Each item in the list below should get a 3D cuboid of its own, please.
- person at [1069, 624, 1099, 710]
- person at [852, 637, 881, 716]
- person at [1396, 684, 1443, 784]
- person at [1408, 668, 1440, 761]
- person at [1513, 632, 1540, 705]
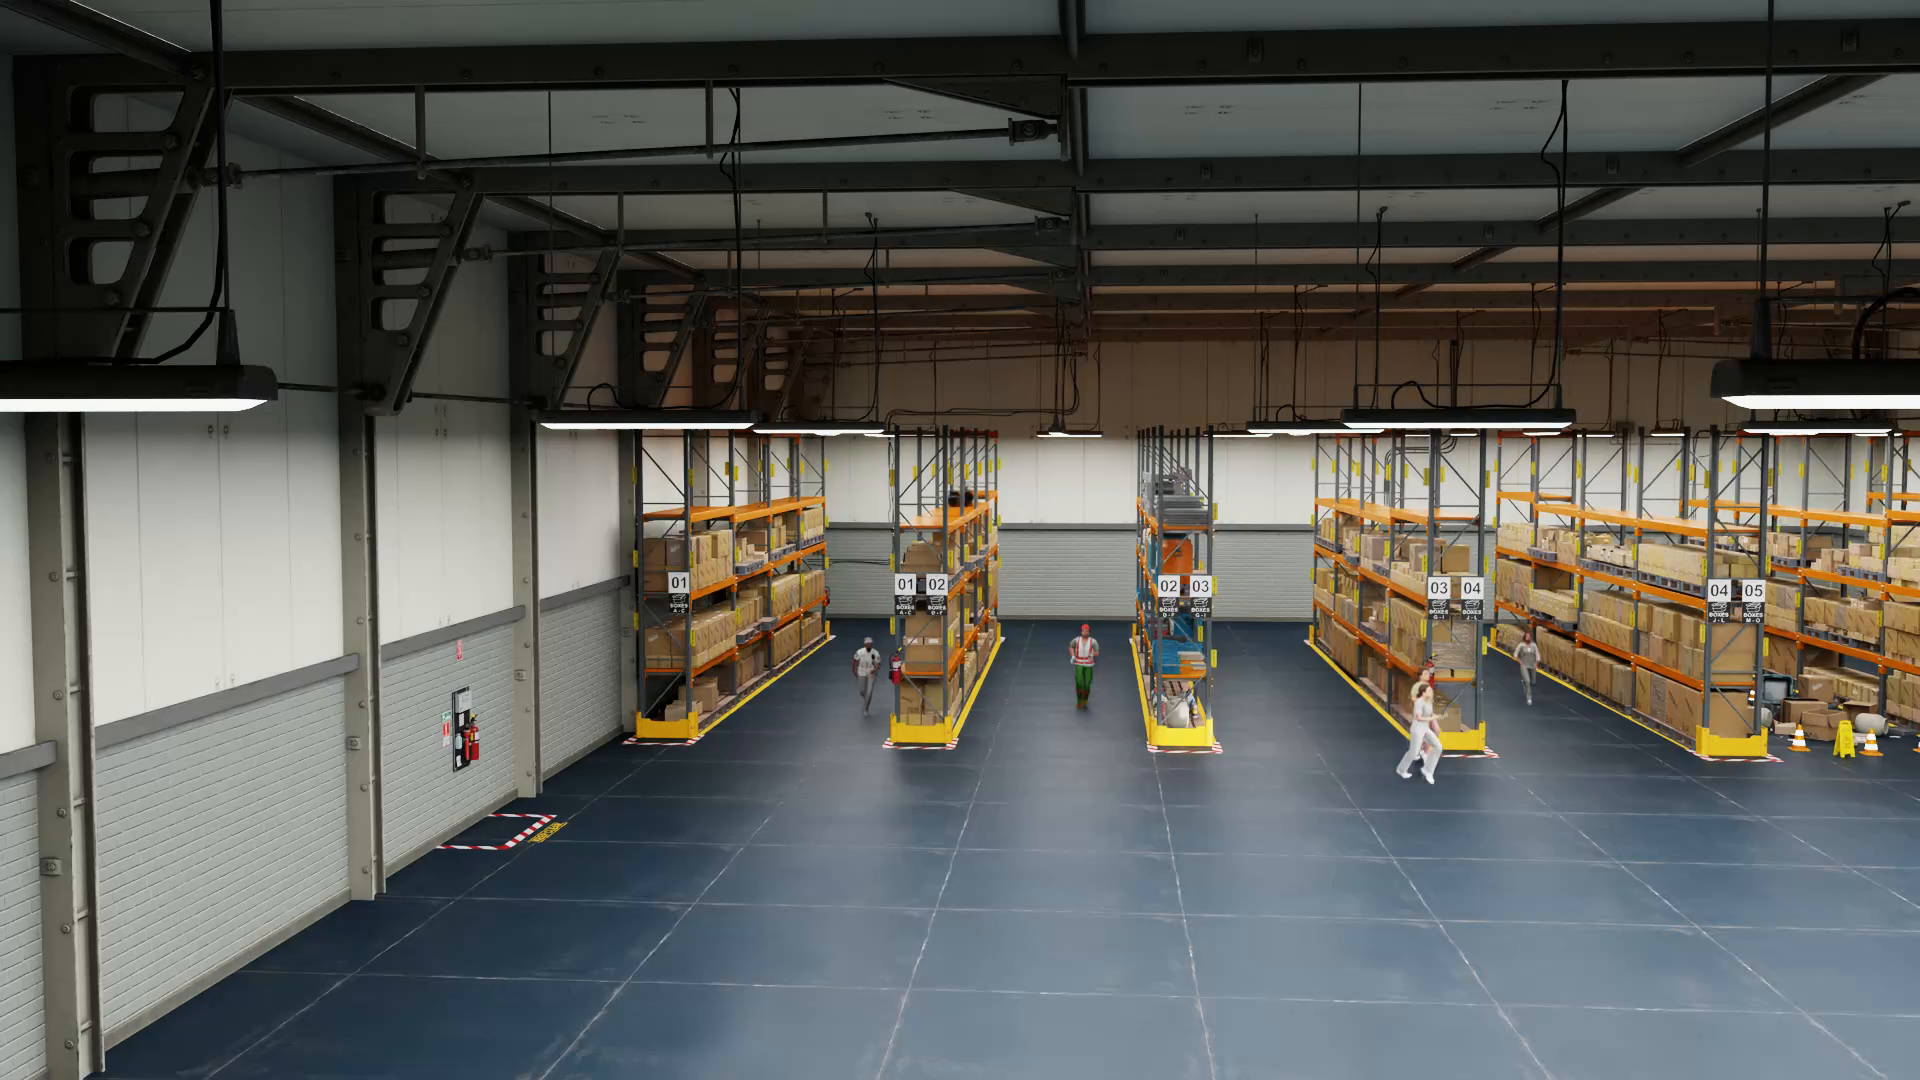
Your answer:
[{"bbox_3d":[2.650,2.709,35.425,0.632,1.830,0.754,0,3,2],"label":"person"},{"bbox_3d":[-1.948,2.834,34.747,0.611,1.653,0.664,0,3,-1],"label":"person"},{"bbox_3d":[7.679,3.218,27.799,0.814,1.676,0.588,3,4,39],"label":"person"},{"bbox_3d":[8.253,3.122,29.611,0.573,1.711,0.602,-2,4,-34],"label":"person"},{"bbox_3d":[12.371,2.785,36.303,0.539,1.560,0.770,0,3,0],"label":"person"}]
